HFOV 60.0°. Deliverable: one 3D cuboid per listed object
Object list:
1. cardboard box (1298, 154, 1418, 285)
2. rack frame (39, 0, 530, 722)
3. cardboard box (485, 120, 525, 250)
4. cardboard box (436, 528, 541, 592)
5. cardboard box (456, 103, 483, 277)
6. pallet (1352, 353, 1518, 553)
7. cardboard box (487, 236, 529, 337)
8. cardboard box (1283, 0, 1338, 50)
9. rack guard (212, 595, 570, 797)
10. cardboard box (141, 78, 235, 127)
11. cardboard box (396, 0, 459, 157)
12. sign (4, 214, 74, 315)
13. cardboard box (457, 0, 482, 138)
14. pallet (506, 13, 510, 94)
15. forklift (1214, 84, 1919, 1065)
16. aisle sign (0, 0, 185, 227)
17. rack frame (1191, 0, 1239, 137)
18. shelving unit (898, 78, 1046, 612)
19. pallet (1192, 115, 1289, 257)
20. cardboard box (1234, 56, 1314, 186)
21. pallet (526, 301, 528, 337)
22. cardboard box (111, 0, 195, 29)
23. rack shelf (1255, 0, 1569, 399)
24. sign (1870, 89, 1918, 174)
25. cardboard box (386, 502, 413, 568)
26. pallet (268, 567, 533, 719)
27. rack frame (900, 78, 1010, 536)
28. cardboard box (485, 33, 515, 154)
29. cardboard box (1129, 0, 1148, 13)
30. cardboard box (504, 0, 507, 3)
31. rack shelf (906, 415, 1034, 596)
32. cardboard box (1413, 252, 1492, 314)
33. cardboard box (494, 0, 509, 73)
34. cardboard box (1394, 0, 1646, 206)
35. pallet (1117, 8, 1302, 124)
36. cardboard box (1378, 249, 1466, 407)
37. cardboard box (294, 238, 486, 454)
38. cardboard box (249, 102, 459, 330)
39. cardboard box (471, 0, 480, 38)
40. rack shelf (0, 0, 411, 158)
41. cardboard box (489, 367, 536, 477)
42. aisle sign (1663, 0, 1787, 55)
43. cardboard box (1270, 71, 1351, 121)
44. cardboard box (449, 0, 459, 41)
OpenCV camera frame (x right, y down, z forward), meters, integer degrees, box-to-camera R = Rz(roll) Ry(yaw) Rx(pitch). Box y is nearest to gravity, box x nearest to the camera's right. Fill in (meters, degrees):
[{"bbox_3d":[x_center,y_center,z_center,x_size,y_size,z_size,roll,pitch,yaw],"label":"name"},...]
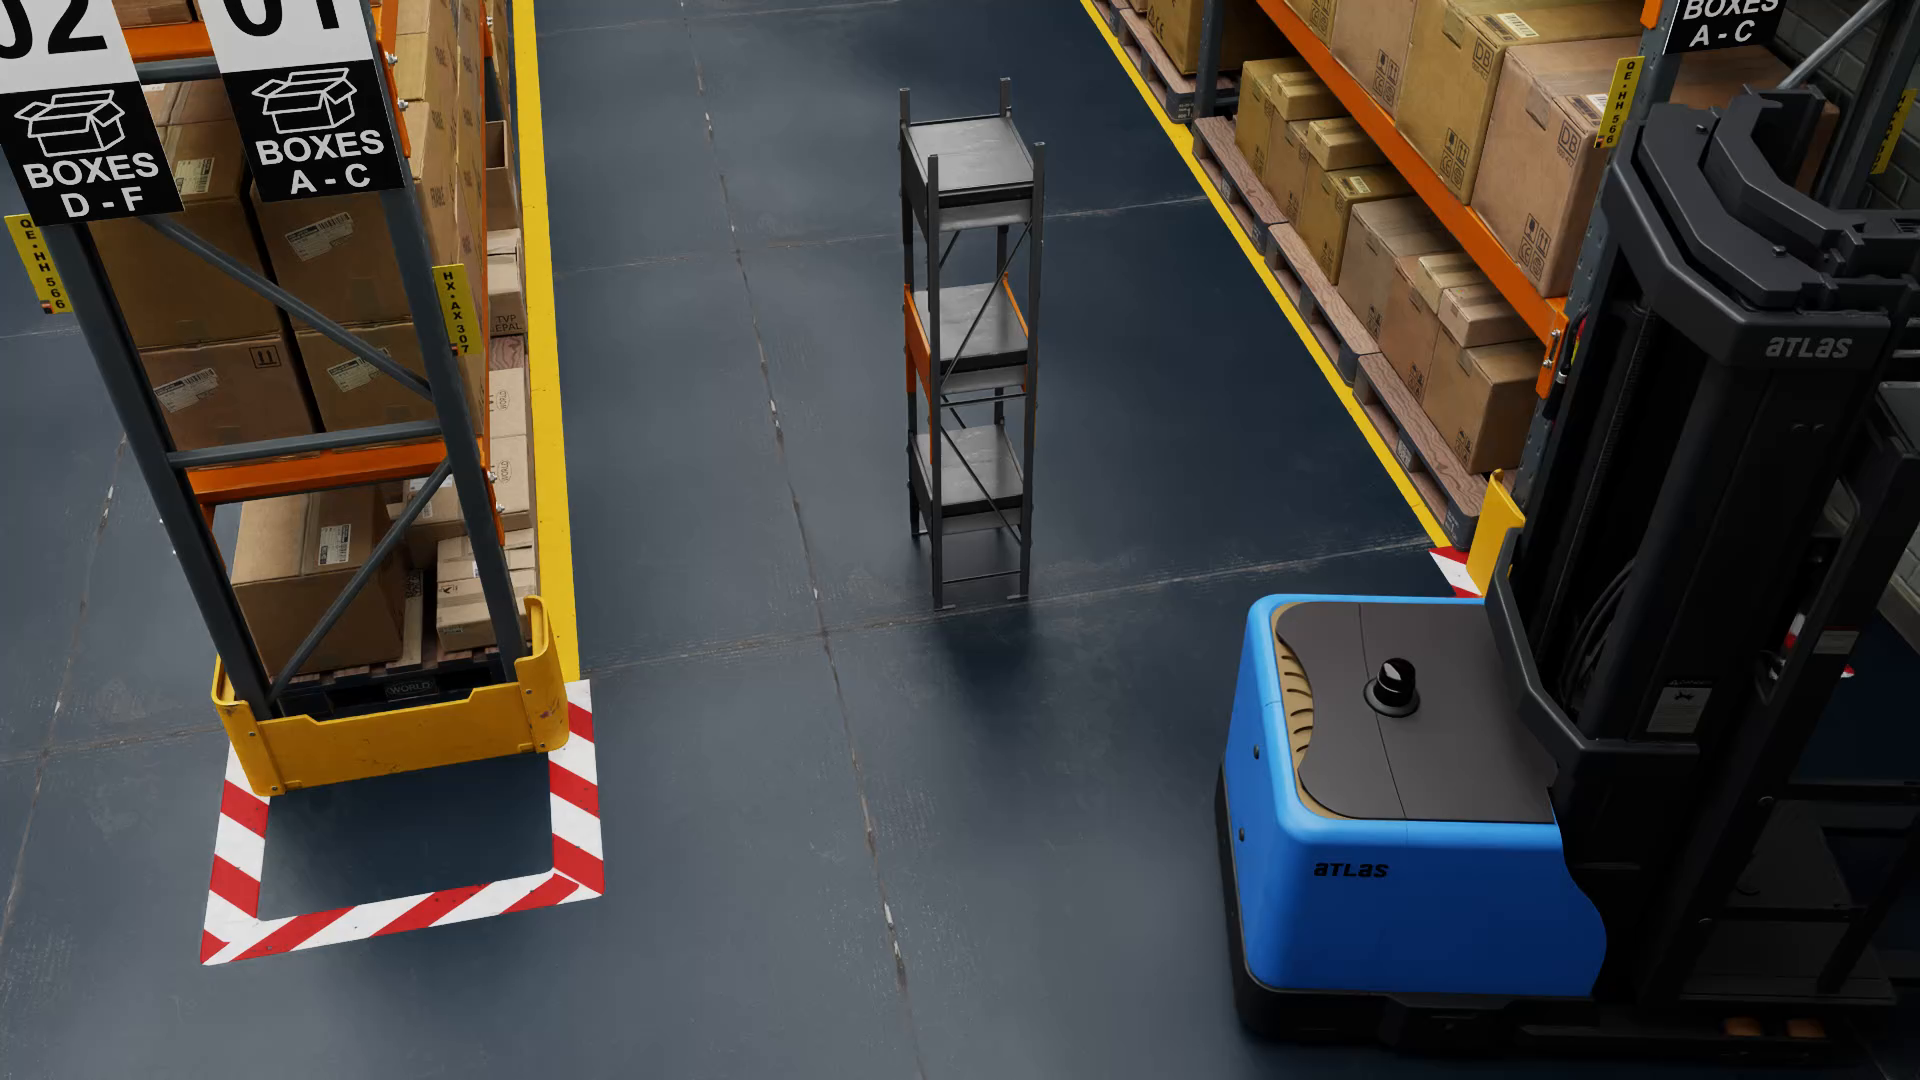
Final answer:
[{"bbox_3d":[2.166,-1.674,8.443,0.700,0.500,0.500,-7,42,-8],"label":"cardboard box"},{"bbox_3d":[-2.082,-0.305,5.334,1.000,3.000,0.127,-8,42,-9],"label":"rack frame"},{"bbox_3d":[-2.545,-1.799,8.569,0.500,0.500,0.500,-8,42,-9],"label":"cardboard box"},{"bbox_3d":[-1.891,0.107,6.673,0.380,0.166,0.250,-8,42,-9],"label":"cardboard box"},{"bbox_3d":[-2.142,-1.328,6.411,0.500,0.500,0.500,-8,42,-9],"label":"cardboard box"},{"bbox_3d":[2.505,-0.482,7.634,1.003,0.211,1.213,-8,42,-9],"label":"pallet"},{"bbox_3d":[-2.384,-1.242,8.084,0.500,0.311,0.500,-8,42,-9],"label":"cardboard box"},{"bbox_3d":[2.144,-2.895,8.025,0.980,0.700,0.700,-9,42,-10],"label":"cardboard box"},{"bbox_3d":[-2.098,0.580,6.220,1.175,0.500,0.348,-8,42,-9],"label":"rack guard"},{"bbox_3d":[-2.557,-1.293,5.619,0.500,0.500,0.500,-7,42,-8],"label":"cardboard box"},{"bbox_3d":[-2.144,-1.705,6.083,0.500,0.500,0.500,-8,42,-9],"label":"cardboard box"},{"bbox_3d":[-2.628,-0.790,4.770,0.100,0.325,0.005,-8,42,-9],"label":"sign"},{"bbox_3d":[-2.361,-1.982,7.148,0.500,0.500,0.500,-7,42,-8],"label":"cardboard box"},{"bbox_3d":[-3.425,-3.170,10.662,1.003,0.211,1.213,-8,42,-9],"label":"pallet"},{"bbox_3d":[2.427,0.229,4.784,3.031,2.935,1.130,1,42,1],"label":"forklift"},{"bbox_3d":[-2.366,-1.189,4.372,0.394,0.787,0.004,-8,42,-9],"label":"aisle sign"},{"bbox_3d":[1.891,-3.610,9.058,1.000,3.000,0.127,-8,42,-9],"label":"rack frame"},{"bbox_3d":[0.036,-0.678,6.432,0.431,2.100,0.503,-8,42,-9],"label":"shelving unit"},{"bbox_3d":[1.978,-2.063,9.416,1.003,0.211,1.213,-8,42,-9],"label":"pallet"},{"bbox_3d":[1.952,-2.333,9.186,0.700,0.500,0.500,-8,42,-9],"label":"cardboard box"},{"bbox_3d":[-2.798,-1.410,8.680,1.003,0.211,1.213,-8,42,-9],"label":"pallet"},{"bbox_3d":[-2.450,-1.666,4.721,0.500,0.250,0.500,-8,42,-9],"label":"cardboard box"},{"bbox_3d":[2.322,-2.045,7.836,1.077,0.370,4.000,-8,42,-9],"label":"rack shelf"},{"bbox_3d":[3.297,-1.447,5.908,0.100,0.325,0.005,-8,42,-9],"label":"sign"},{"bbox_3d":[-2.440,-0.003,6.797,0.380,0.166,0.250,-8,42,-9],"label":"cardboard box"},{"bbox_3d":[-2.271,0.172,6.898,1.003,0.211,1.213,-8,42,-9],"label":"pallet"},{"bbox_3d":[-0.017,-0.836,6.610,0.400,2.100,0.015,-8,42,-9],"label":"rack frame"},{"bbox_3d":[-2.812,-2.476,9.332,0.500,0.500,0.500,-10,43,-11],"label":"cardboard box"},{"bbox_3d":[1.429,-3.942,10.734,0.750,0.750,0.750,-7,42,-8],"label":"cardboard box"},{"bbox_3d":[-3.266,-3.813,10.837,0.500,0.500,0.500,-10,43,-11],"label":"cardboard box"},{"bbox_3d":[0.036,-0.144,6.906,0.431,0.518,0.480,-8,42,-9],"label":"rack shelf"},{"bbox_3d":[2.244,-1.144,7.358,0.380,0.149,0.250,-7,42,-8],"label":"cardboard box"},{"bbox_3d":[-3.038,-3.146,10.086,0.500,0.500,0.500,-8,42,-9],"label":"cardboard box"},{"bbox_3d":[2.466,-1.929,6.938,0.980,0.700,0.700,-9,42,-10],"label":"cardboard box"},{"bbox_3d":[1.651,-3.057,10.535,1.003,0.211,1.213,-8,42,-9],"label":"pallet"},{"bbox_3d":[2.397,-1.004,7.688,0.700,0.500,0.500,-8,42,-9],"label":"cardboard box"},{"bbox_3d":[-1.920,-0.668,5.668,0.500,0.500,0.500,-8,42,-8],"label":"cardboard box"},{"bbox_3d":[-1.920,-1.042,5.336,0.500,0.500,0.500,-7,42,-8],"label":"cardboard box"},{"bbox_3d":[-2.587,-2.648,7.899,0.500,0.500,0.500,-8,42,-9],"label":"cardboard box"},{"bbox_3d":[-2.514,-2.455,6.038,1.077,0.370,4.000,-8,42,-9],"label":"rack shelf"},{"bbox_3d":[-2.138,-0.483,7.274,0.500,0.250,0.500,-8,42,-9],"label":"cardboard box"},{"bbox_3d":[2.477,-1.900,5.173,0.394,0.787,0.004,-8,42,-9],"label":"aisle sign"},{"bbox_3d":[1.848,-2.328,8.691,0.380,0.149,0.250,-7,42,-8],"label":"cardboard box"},{"bbox_3d":[-2.362,-2.360,6.821,0.500,0.500,0.500,-8,42,-9],"label":"cardboard box"}]
